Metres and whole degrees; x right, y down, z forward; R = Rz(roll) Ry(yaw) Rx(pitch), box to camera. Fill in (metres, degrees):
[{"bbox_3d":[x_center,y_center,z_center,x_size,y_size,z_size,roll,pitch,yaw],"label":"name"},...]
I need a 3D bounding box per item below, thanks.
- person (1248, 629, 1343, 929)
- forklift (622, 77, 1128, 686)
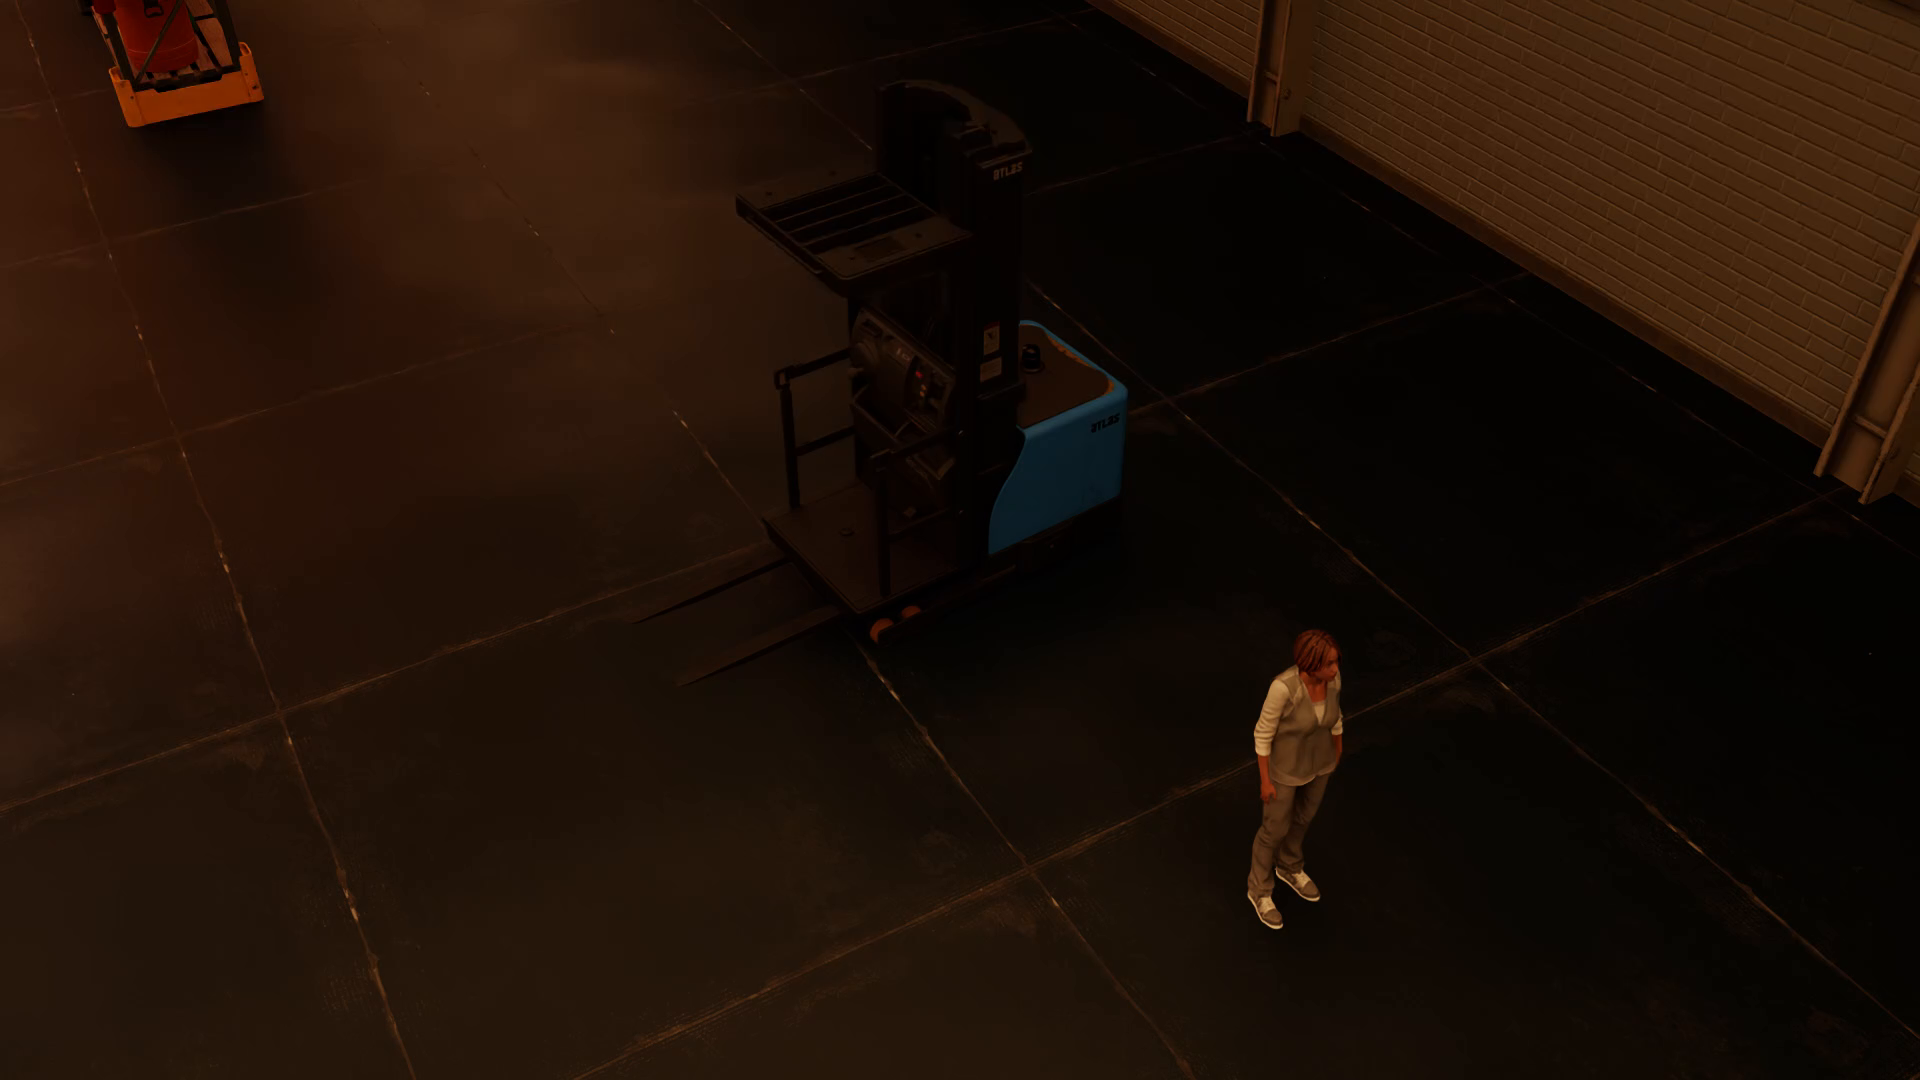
[{"bbox_3d":[1.612,1.099,7.758,0.499,1.610,0.437,-20,44,-22],"label":"person"},{"bbox_3d":[-0.494,-0.897,9.118,3.031,2.935,1.130,-24,45,-26],"label":"forklift"}]
